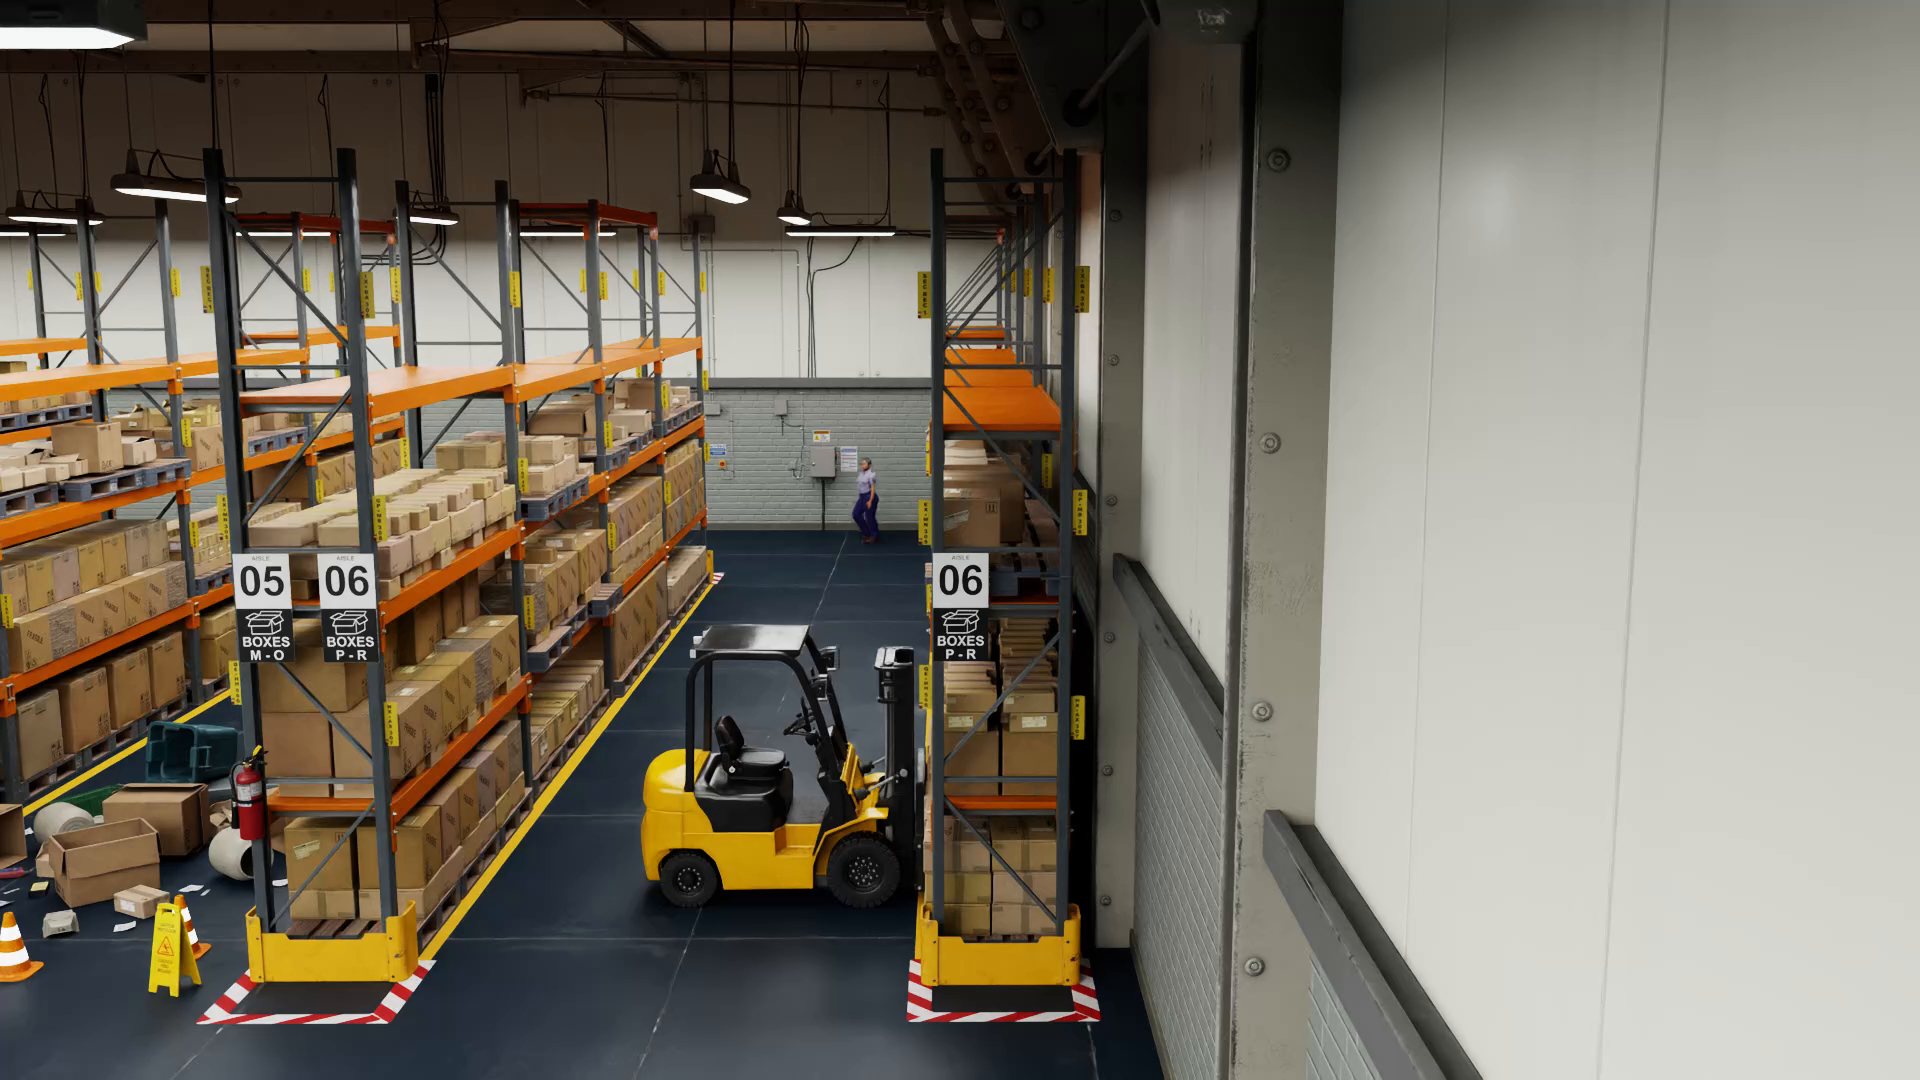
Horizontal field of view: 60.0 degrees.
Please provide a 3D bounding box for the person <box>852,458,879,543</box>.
[{"bbox_3d":[-1.804,-0.738,31.953,0.459,1.670,0.527,-4,10,-24],"label":"person"}]
